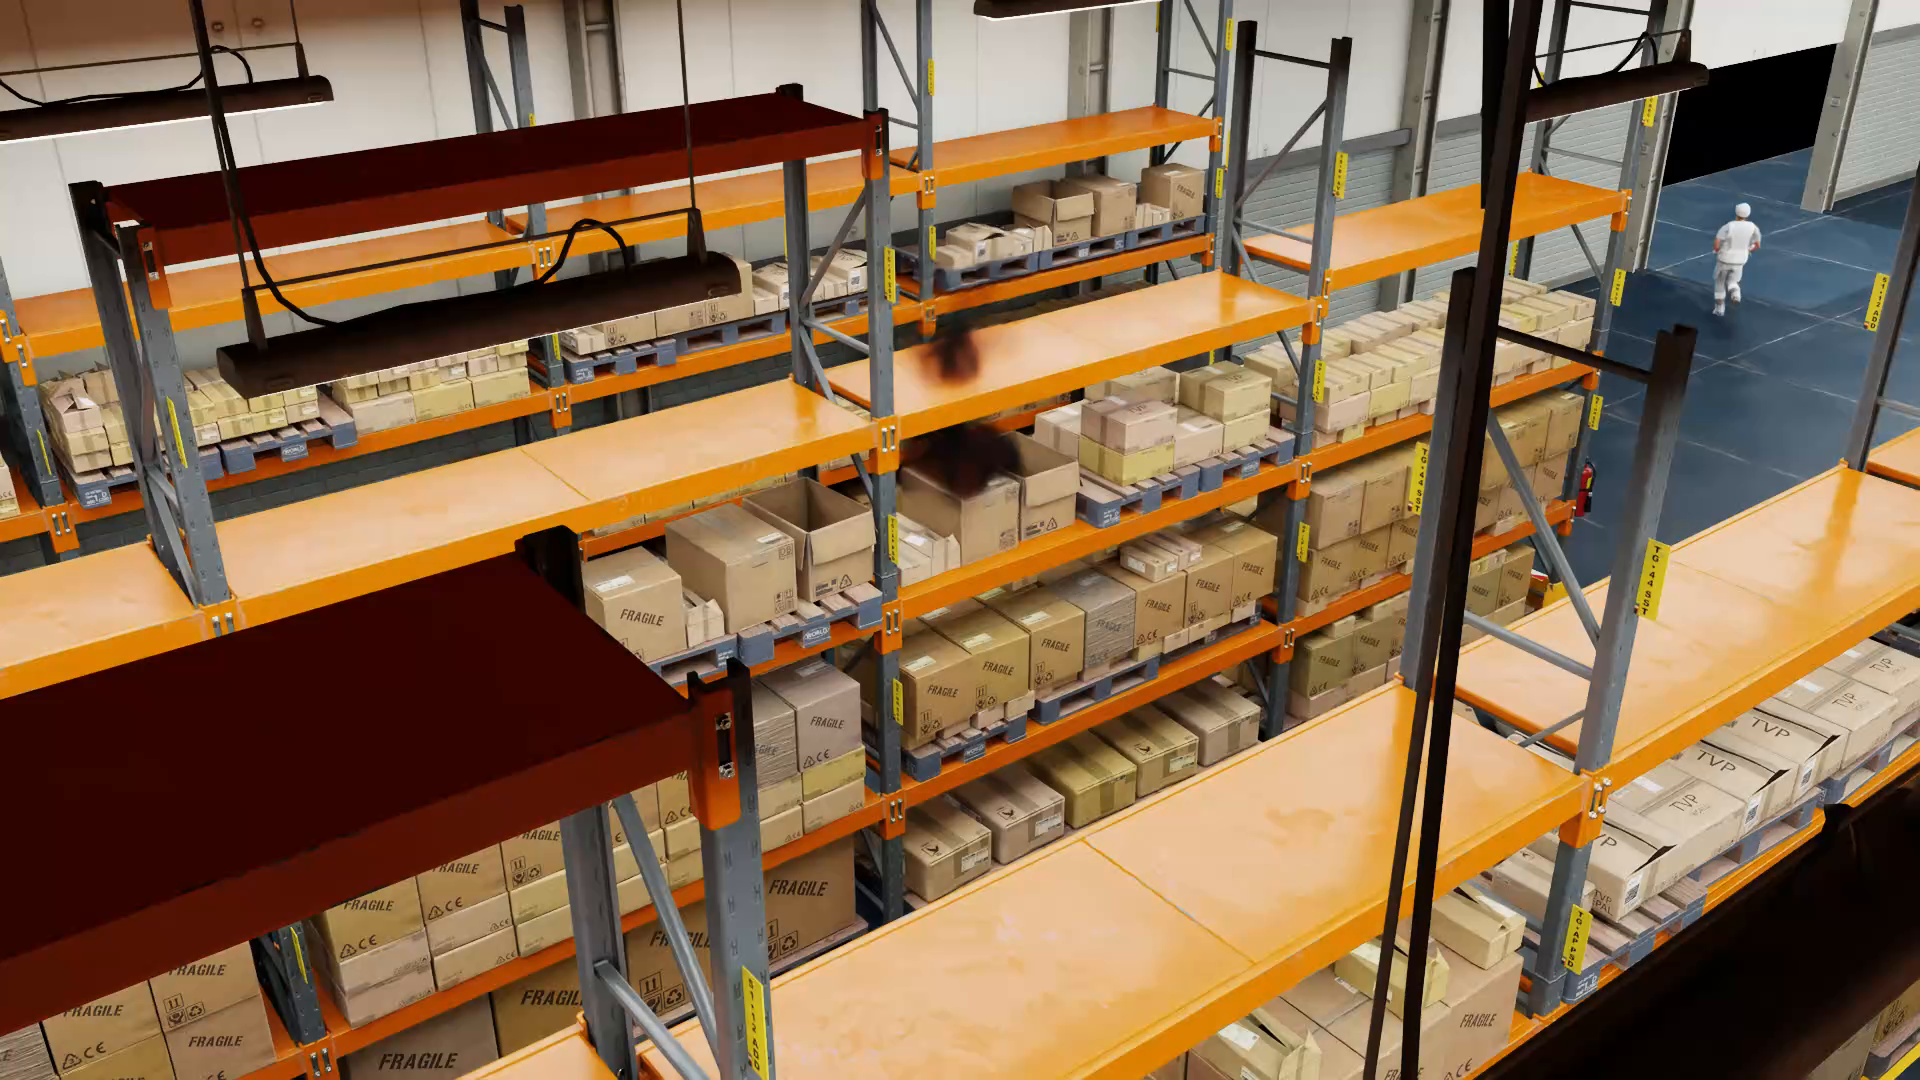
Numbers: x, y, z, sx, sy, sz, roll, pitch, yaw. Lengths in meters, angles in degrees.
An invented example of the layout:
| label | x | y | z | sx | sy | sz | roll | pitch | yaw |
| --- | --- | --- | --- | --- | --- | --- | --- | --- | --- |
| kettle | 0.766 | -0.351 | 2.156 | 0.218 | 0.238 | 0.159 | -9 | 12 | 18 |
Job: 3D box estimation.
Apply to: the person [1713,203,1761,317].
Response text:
| label | x | y | z | sx | sy | sz | roll | pitch | yaw |
| --- | --- | --- | --- | --- | --- | --- | --- | --- | --- |
| person | 11.381 | -4.101 | 24.515 | 0.656 | 1.749 | 0.704 | 4 | 26 | 9 |
